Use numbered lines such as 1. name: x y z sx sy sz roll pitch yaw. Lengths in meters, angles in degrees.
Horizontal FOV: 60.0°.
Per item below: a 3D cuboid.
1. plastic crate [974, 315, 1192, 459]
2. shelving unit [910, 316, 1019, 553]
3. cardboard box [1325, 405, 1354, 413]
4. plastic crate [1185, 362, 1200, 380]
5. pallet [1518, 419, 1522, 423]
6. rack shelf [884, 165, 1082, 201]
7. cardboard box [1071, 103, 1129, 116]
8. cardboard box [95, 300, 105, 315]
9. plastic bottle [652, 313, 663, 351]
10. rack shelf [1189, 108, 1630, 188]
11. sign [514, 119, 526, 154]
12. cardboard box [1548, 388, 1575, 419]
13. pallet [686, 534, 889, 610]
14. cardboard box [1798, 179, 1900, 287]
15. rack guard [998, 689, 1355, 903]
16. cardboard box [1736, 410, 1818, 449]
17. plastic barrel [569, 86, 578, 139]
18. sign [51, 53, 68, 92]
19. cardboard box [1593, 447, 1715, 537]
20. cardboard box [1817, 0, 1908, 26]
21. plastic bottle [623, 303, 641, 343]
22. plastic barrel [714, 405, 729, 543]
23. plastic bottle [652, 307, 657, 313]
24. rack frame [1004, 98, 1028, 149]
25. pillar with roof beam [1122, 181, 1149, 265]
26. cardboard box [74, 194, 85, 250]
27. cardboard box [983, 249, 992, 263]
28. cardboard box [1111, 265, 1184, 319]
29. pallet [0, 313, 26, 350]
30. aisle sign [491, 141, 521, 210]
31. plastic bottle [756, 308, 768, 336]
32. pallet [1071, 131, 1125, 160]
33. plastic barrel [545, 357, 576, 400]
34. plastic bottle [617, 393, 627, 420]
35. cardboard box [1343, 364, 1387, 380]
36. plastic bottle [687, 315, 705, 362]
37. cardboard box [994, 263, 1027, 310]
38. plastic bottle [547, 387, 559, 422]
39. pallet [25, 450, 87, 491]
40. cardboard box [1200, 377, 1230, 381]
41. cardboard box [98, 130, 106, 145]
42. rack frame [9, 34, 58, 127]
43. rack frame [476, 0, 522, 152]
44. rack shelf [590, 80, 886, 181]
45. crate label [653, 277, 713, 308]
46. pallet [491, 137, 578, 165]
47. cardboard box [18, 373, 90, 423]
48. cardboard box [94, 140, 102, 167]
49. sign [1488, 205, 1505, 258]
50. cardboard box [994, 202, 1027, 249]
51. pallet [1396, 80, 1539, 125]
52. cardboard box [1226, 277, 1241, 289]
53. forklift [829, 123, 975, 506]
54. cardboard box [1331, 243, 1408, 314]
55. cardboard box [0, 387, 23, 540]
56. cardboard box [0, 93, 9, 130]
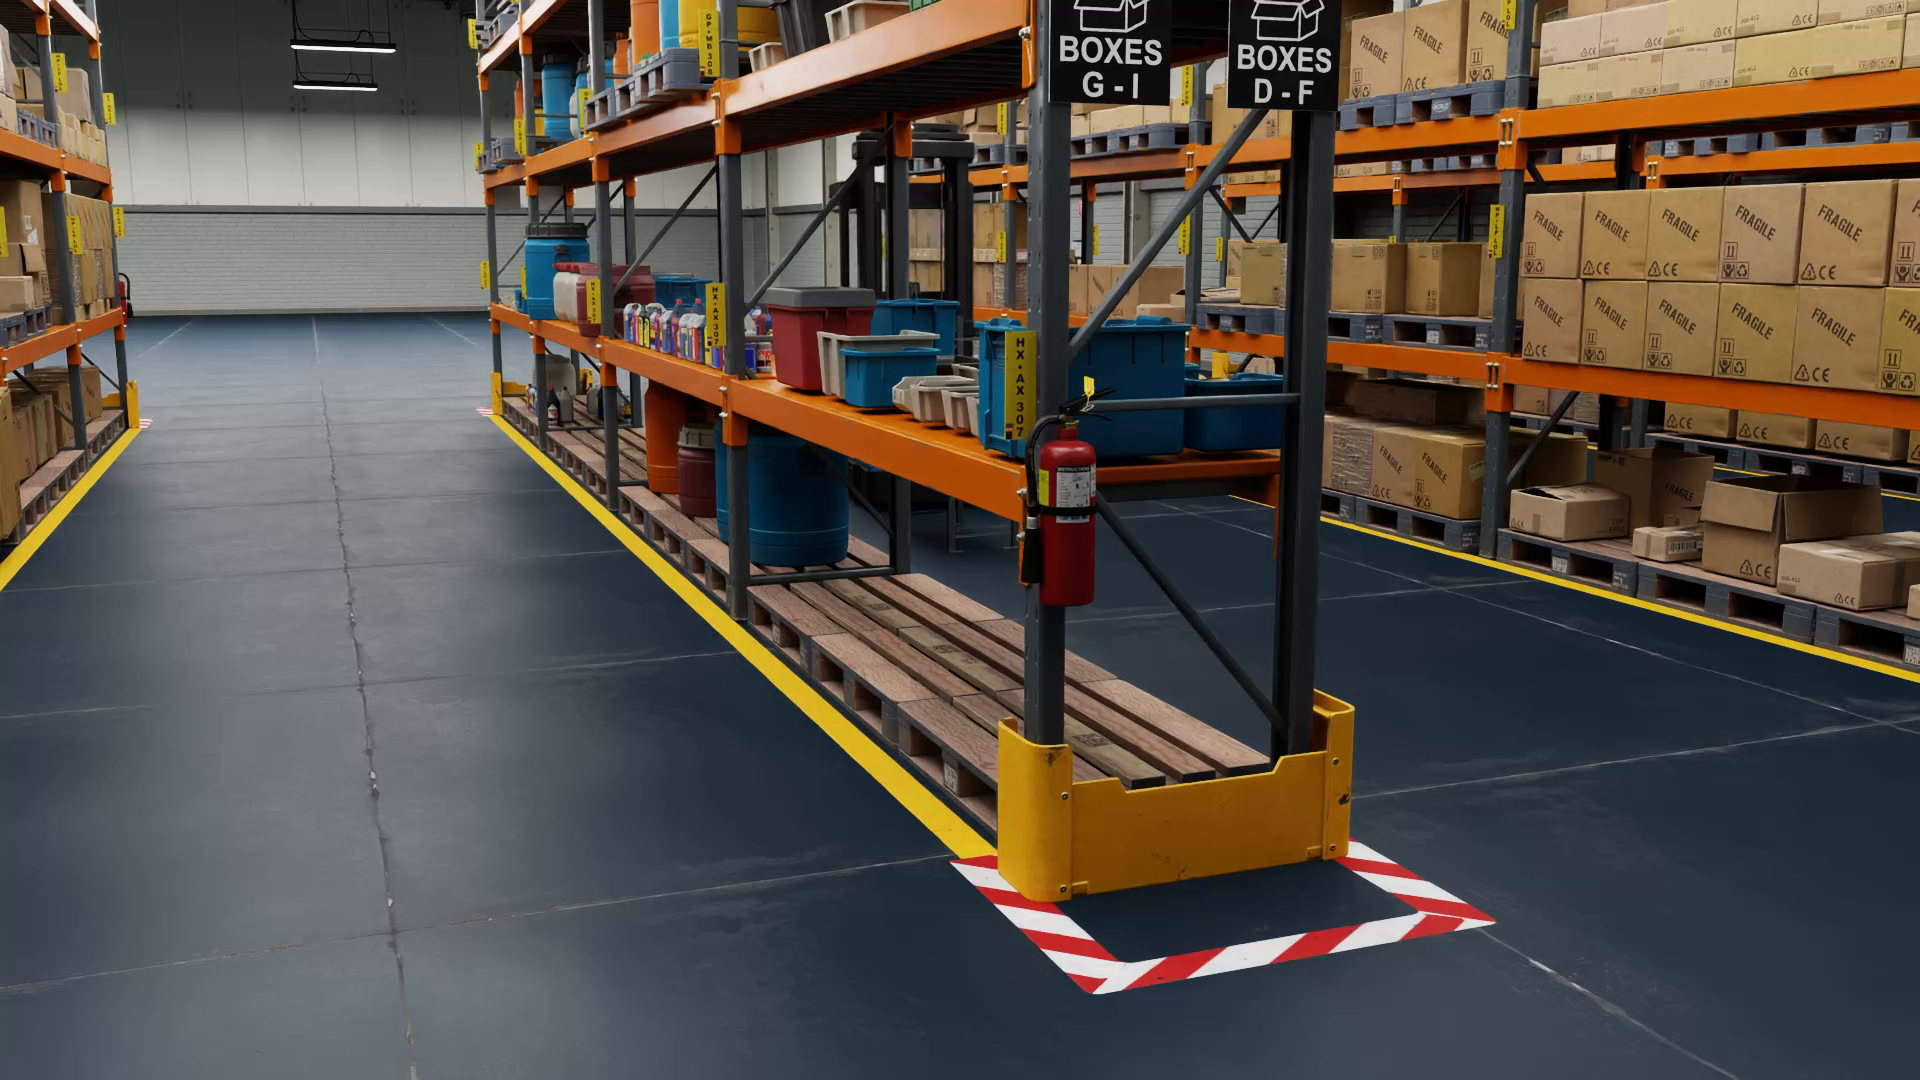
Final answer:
1. plastic crate: 0.394 -0.512 5.460 0.616 0.435 0.499 -4 11 -21
2. shelving unit: -0.031 -0.752 11.367 0.538 1.500 1.048 -4 11 -21
3. cardboard box: 3.153 -0.805 13.264 0.500 0.500 0.500 -4 11 -23
4. plastic crate: 0.668 -0.538 6.185 0.416 0.233 0.300 -4 11 -21
5. pallet: 5.858 -1.510 19.304 1.003 0.211 1.213 -4 11 -21
6. rack shelf: 0.234 -4.144 19.639 1.077 0.370 4.000 -4 11 -21
7. cardboard box: 1.373 -4.479 16.557 0.500 0.500 0.500 -3 10 -15
8. cardboard box: -8.788 -2.324 16.638 0.380 0.149 0.250 -4 11 -21
9. plastic bottle: -2.003 -1.402 11.103 0.097 0.271 0.097 0 10 0
10. rack shelf: 3.133 -2.838 12.298 1.077 0.370 4.000 -4 11 -21
11. sign: -4.176 -3.829 15.790 0.100 0.325 0.005 -4 11 -21
12. cardboard box: 6.636 -1.548 17.440 0.700 0.500 0.500 -4 11 -21
13. pallet: -1.001 0.169 9.865 1.003 0.211 1.213 -4 11 -21
14. cardboard box: 4.513 -1.499 8.143 0.500 0.500 0.500 -4 11 -19
15. rack guard: 0.710 0.812 5.429 1.175 0.500 0.348 -4 11 -21
16. cardboard box: 7.479 -1.233 14.727 0.750 0.750 0.750 -4 11 -21
17. plastic barrel: -3.632 -4.202 16.395 0.421 0.512 0.421 0 10 0
18. sign: -7.760 -4.028 14.331 0.100 0.325 0.005 -4 11 -21
19. cardboard box: 4.328 -0.300 10.421 0.500 0.500 0.500 -4 11 -21
20. cardboard box: 4.524 -2.616 7.998 0.500 0.250 0.500 -4 11 -21
21. plastic bottle: -2.354 -1.576 12.067 0.152 0.276 0.135 -4 11 -21
22. plastic barrel: -1.198 -0.454 10.200 0.600 0.901 0.708 -4 11 -21
23. plastic bottle: -2.114 -1.481 11.549 0.097 0.271 0.097 0 10 0
24. rack frame: 0.959 -5.648 17.478 1.000 3.000 0.127 -4 11 -21
25. pillar with roof beam: -1.002 -7.263 26.555 9.100 9.000 0.548 -4 11 -21
26. cardboard box: -8.384 -2.925 15.312 0.500 0.500 0.500 -4 11 -21
27. cardboard box: 0.475 -3.177 18.578 0.380 0.149 0.250 -4 11 -23
28. cardboard box: 1.785 -2.364 15.858 0.500 0.500 0.500 -5 11 -24
29. pallet: -7.184 -1.429 11.434 1.213 0.211 1.003 -4 11 -21
30. aisle sign: -5.408 -4.307 19.644 0.394 0.787 0.004 -4 11 -21
31. plastic bottle: -1.319 -1.406 11.090 0.061 0.283 0.133 -4 11 -21
32. pallet: 1.671 -3.713 15.702 1.003 0.211 1.213 -3 11 -18
33. plastic barrel: -4.618 -1.831 19.054 0.421 0.512 0.421 0 10 0
34. plastic bottle: -3.509 -1.387 17.175 0.152 0.276 0.135 -3 11 -19
35. cardboard box: 5.161 -2.162 20.892 0.500 0.500 0.500 -5 11 -25
36. plastic bottle: -1.568 -1.222 10.077 0.152 0.276 0.135 -4 11 -21
37. cardboard box: 0.792 -2.816 18.399 0.700 0.500 0.500 -4 11 -22
38. plastic bottle: -4.161 -1.380 16.921 0.144 0.351 0.185 -4 11 -22
39. pallet: -7.992 -0.567 14.003 1.003 0.211 1.213 -4 11 -21
40. cardboard box: 2.294 -1.360 15.552 0.500 0.311 0.500 -4 11 -22
41. cardboard box: -9.334 -4.293 17.715 0.380 0.149 0.250 -4 11 -21
42. rack frame: -8.276 -5.020 13.947 1.000 3.000 0.127 -4 11 -21
43. rack frame: -5.109 -5.987 19.384 1.000 3.000 0.127 -4 11 -21
44. rack shelf: -1.485 -2.524 10.534 1.077 0.370 4.000 -4 11 -21
45. crate label: -2.318 -1.925 13.574 0.502 0.435 0.616 -4 11 -21
46. pallet: -4.012 -3.876 16.620 1.213 0.211 1.003 -4 11 -21
47. cardboard box: -9.057 -1.394 16.628 0.500 0.500 0.500 -3 10 -16
48. cardboard box: -9.130 -3.978 17.084 0.500 0.250 0.500 -4 11 -21
49. sign: 3.342 -1.923 10.359 0.100 0.325 0.005 -4 11 -21
50. cardboard box: 0.792 -3.454 18.286 0.700 0.500 0.500 -4 11 -21
51. pallet: 3.687 -2.884 11.039 1.213 0.211 1.003 -4 11 -21
52. cardboard box: 4.006 -3.499 22.895 0.500 0.250 0.500 -4 11 -23
53. forklift: -0.484 -1.922 13.856 1.130 2.935 3.031 -2 10 -11
54. cardboard box: 3.160 -1.929 12.216 0.700 0.500 0.500 -7 12 -35
55. cardboard box: -6.596 -0.460 10.310 1.225 0.875 0.875 -4 11 -24
56. cardboard box: -6.945 -2.993 11.545 0.500 0.250 0.500 -4 11 -19
